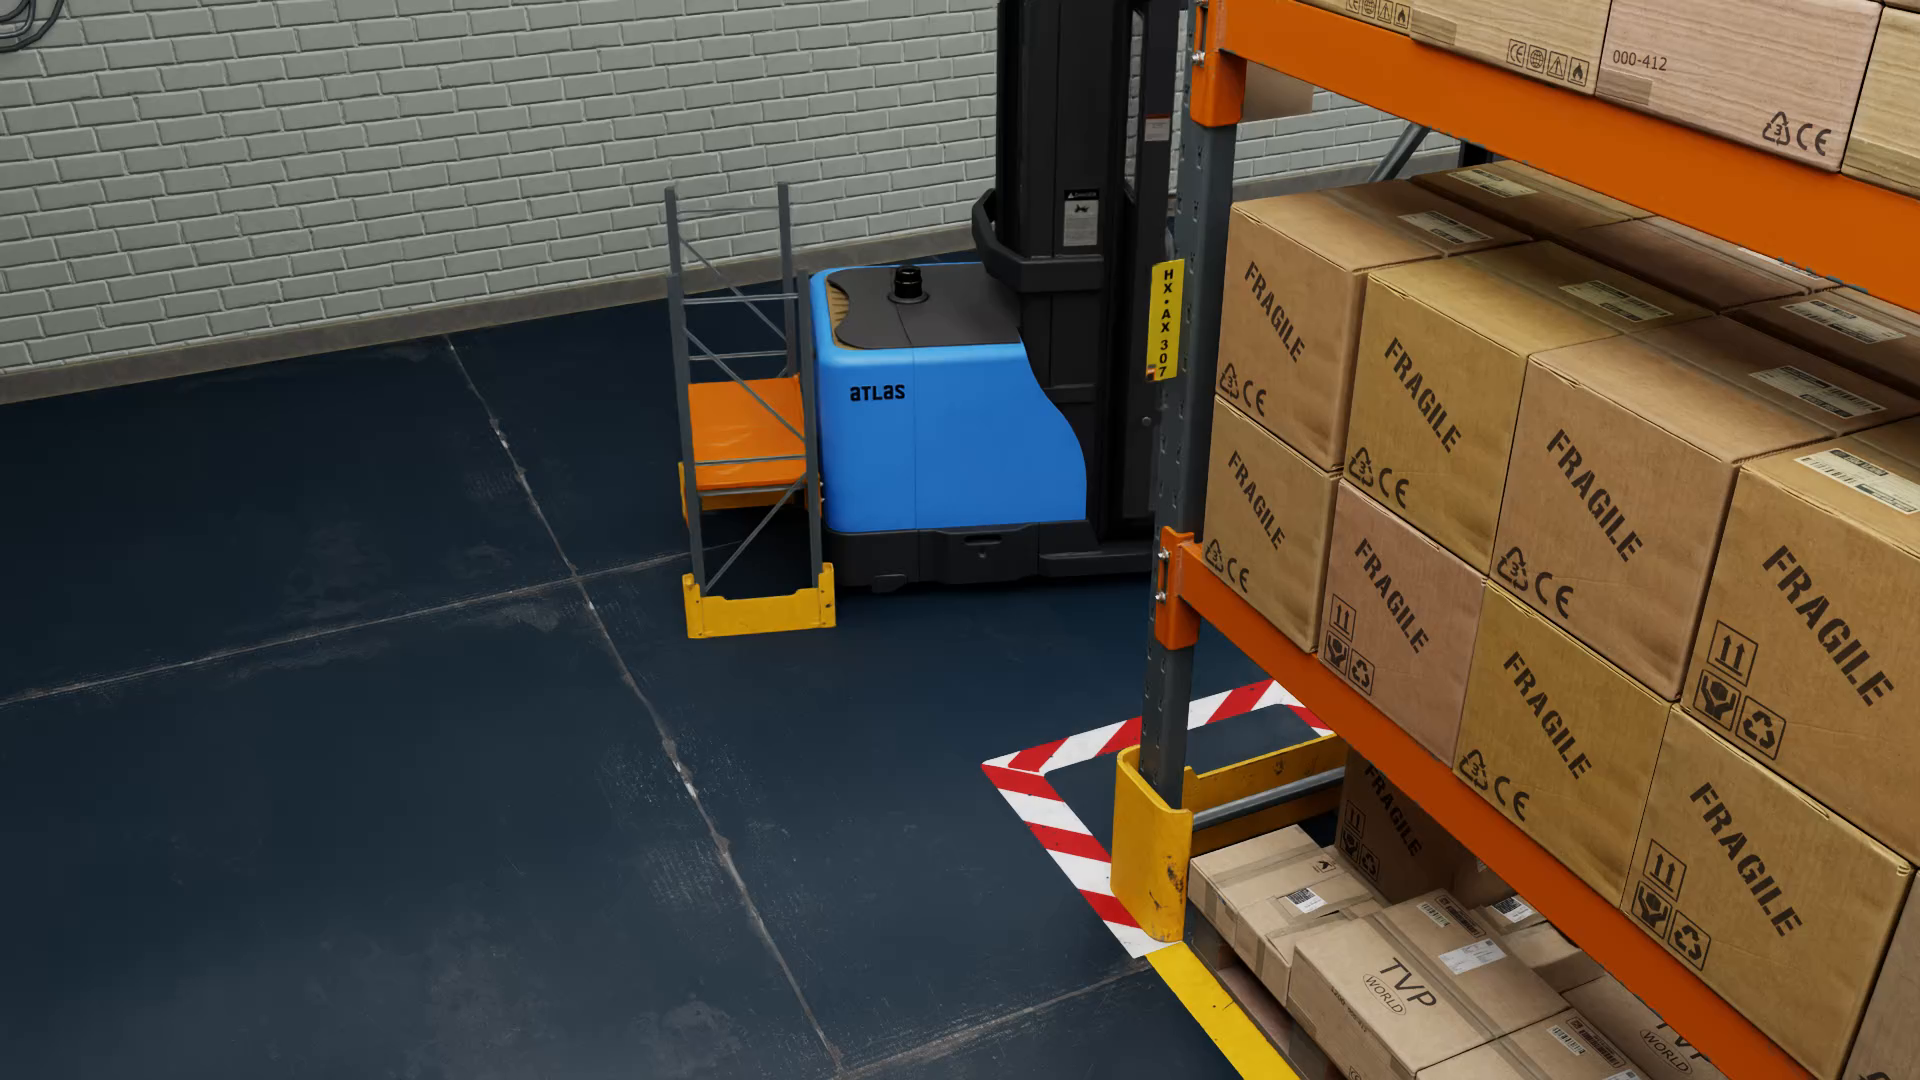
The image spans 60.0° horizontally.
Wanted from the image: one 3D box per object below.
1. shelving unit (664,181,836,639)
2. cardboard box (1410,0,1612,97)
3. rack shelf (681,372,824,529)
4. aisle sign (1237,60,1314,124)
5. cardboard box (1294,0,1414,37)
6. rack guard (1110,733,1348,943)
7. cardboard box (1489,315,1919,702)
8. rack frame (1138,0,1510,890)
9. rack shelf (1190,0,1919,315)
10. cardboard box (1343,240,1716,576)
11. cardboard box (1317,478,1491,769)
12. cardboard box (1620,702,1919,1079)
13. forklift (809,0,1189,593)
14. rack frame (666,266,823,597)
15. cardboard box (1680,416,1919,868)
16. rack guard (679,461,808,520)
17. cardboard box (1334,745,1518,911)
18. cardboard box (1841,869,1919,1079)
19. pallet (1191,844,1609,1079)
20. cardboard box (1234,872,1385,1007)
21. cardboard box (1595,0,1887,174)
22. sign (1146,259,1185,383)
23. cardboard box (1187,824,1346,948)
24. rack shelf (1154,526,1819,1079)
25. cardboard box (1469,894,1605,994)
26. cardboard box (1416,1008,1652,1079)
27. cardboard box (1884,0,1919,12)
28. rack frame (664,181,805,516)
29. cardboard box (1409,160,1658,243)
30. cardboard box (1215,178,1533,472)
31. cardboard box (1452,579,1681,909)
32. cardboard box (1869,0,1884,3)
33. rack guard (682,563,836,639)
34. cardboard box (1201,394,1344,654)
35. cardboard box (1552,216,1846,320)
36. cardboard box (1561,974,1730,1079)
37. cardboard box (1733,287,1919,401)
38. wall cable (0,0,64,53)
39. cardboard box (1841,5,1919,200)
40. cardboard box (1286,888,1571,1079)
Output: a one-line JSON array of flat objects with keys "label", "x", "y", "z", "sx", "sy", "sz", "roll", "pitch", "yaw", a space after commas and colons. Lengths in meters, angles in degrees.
[{"label": "shelving unit", "x": -0.869, "y": -0.546, "z": 6.690, "sx": 0.587, "sy": 1.500, "sz": 1.083, "roll": -5, "pitch": 30, "yaw": -8}, {"label": "cardboard box", "x": 1.218, "y": -1.042, "z": 3.127, "sx": 0.500, "sy": 0.250, "sz": 0.500, "roll": -13, "pitch": 32, "yaw": -22}, {"label": "rack shelf", "x": -0.868, "y": -0.384, "z": 6.770, "sx": 0.538, "sy": 0.185, "sz": 1.000, "roll": -5, "pitch": 30, "yaw": -8}, {"label": "aisle sign", "x": 0.729, "y": -1.405, "z": 4.031, "sx": 0.394, "sy": 0.787, "sz": 0.004, "roll": -13, "pitch": 32, "yaw": -22}, {"label": "cardboard box", "x": 1.015, "y": -1.265, "z": 3.526, "sx": 0.500, "sy": 0.250, "sz": 0.500, "roll": -13, "pitch": 32, "yaw": -22}, {"label": "rack guard", "x": 1.056, "y": 0.821, "z": 5.275, "sx": 1.175, "sy": 0.500, "sz": 0.348, "roll": -13, "pitch": 32, "yaw": -22}, {"label": "cardboard box", "x": 1.418, "y": -0.080, "z": 3.201, "sx": 0.500, "sy": 0.500, "sz": 0.500, "roll": -13, "pitch": 32, "yaw": -21}, {"label": "rack frame", "x": 1.024, "y": -0.303, "z": 4.723, "sx": 1.000, "sy": 3.000, "sz": 0.127, "roll": -13, "pitch": 32, "yaw": -22}, {"label": "rack shelf", "x": 1.882, "y": -0.414, "z": 2.590, "sx": 1.077, "sy": 0.370, "sz": 4.000, "roll": -13, "pitch": 32, "yaw": -22}, {"label": "cardboard box", "x": 1.207, "y": -0.302, "z": 3.597, "sx": 0.500, "sy": 0.500, "sz": 0.500, "roll": -13, "pitch": 32, "yaw": -21}, {"label": "cardboard box", "x": 1.202, "y": 0.132, "z": 3.846, "sx": 0.500, "sy": 0.500, "sz": 0.500, "roll": -13, "pitch": 32, "yaw": -22}, {"label": "cardboard box", "x": 1.628, "y": 0.575, "z": 3.055, "sx": 0.500, "sy": 0.500, "sz": 0.500, "roll": -13, "pitch": 32, "yaw": -21}, {"label": "forklift", "x": 0.899, "y": -1.364, "z": 6.686, "sx": 3.031, "sy": 2.935, "sz": 1.130, "roll": -3, "pitch": 29, "yaw": -6}, {"label": "rack frame", "x": -0.786, "y": -0.296, "z": 6.244, "sx": 0.500, "sy": 1.500, "sz": 0.032, "roll": -5, "pitch": 30, "yaw": -8}, {"label": "cardboard box", "x": 1.636, "y": 0.144, "z": 2.801, "sx": 0.500, "sy": 0.500, "sz": 0.500, "roll": -13, "pitch": 32, "yaw": -22}, {"label": "rack guard", "x": -0.949, "y": -0.241, "z": 7.424, "sx": 0.587, "sy": 0.250, "sz": 0.087, "roll": -5, "pitch": 30, "yaw": -8}, {"label": "cardboard box", "x": 1.480, "y": 0.784, "z": 4.891, "sx": 0.500, "sy": 0.500, "sz": 0.500, "roll": -13, "pitch": 32, "yaw": -22}, {"label": "cardboard box", "x": 1.849, "y": 0.800, "z": 2.655, "sx": 0.500, "sy": 0.500, "sz": 0.500, "roll": -12, "pitch": 32, "yaw": -21}, {"label": "pallet", "x": 1.399, "y": 1.299, "z": 4.718, "sx": 1.003, "sy": 0.211, "sz": 1.213, "roll": -13, "pitch": 32, "yaw": -22}, {"label": "cardboard box", "x": 1.000, "y": 1.109, "z": 4.653, "sx": 0.380, "sy": 0.166, "sz": 0.250, "roll": -13, "pitch": 32, "yaw": -22}, {"label": "cardboard box", "x": 1.434, "y": -0.821, "z": 2.734, "sx": 0.500, "sy": 0.250, "sz": 0.500, "roll": -13, "pitch": 32, "yaw": -22}, {"label": "sign", "x": 0.534, "y": -0.566, "z": 4.308, "sx": 0.100, "sy": 0.325, "sz": 0.005, "roll": -13, "pitch": 32, "yaw": -22}, {"label": "cardboard box", "x": 0.893, "y": 1.006, "z": 4.854, "sx": 0.380, "sy": 0.149, "sz": 0.250, "roll": -13, "pitch": 32, "yaw": -22}, {"label": "rack shelf", "x": 1.882, "y": 0.895, "z": 3.323, "sx": 1.077, "sy": 0.370, "sz": 4.000, "roll": -13, "pitch": 32, "yaw": -22}, {"label": "cardboard box", "x": 1.572, "y": 1.127, "z": 4.620, "sx": 0.380, "sy": 0.166, "sz": 0.250, "roll": -13, "pitch": 32, "yaw": -22}, {"label": "cardboard box", "x": 1.430, "y": 1.446, "z": 3.966, "sx": 0.500, "sy": 0.250, "sz": 0.500, "roll": -13, "pitch": 32, "yaw": -22}, {"label": "cardboard box", "x": 1.649, "y": -0.819, "z": 2.218, "sx": 0.500, "sy": 0.250, "sz": 0.500, "roll": -13, "pitch": 32, "yaw": -22}, {"label": "rack frame", "x": -0.950, "y": -0.787, "z": 7.120, "sx": 0.500, "sy": 1.500, "sz": 0.032, "roll": -5, "pitch": 30, "yaw": -8}, {"label": "cardboard box", "x": 1.463, "y": -0.644, "z": 4.206, "sx": 0.500, "sy": 0.500, "sz": 0.500, "roll": -13, "pitch": 32, "yaw": -22}, {"label": "cardboard box", "x": 0.976, "y": -0.531, "z": 4.006, "sx": 0.500, "sy": 0.500, "sz": 0.500, "roll": -12, "pitch": 31, "yaw": -20}, {"label": "cardboard box", "x": 1.415, "y": 0.354, "z": 3.449, "sx": 0.500, "sy": 0.500, "sz": 0.500, "roll": -13, "pitch": 32, "yaw": -22}, {"label": "cardboard box", "x": 1.438, "y": -1.040, "z": 2.614, "sx": 0.500, "sy": 0.250, "sz": 0.500, "roll": -13, "pitch": 32, "yaw": -22}, {"label": "rack guard", "x": -0.789, "y": 0.240, "z": 6.567, "sx": 0.587, "sy": 0.250, "sz": 0.087, "roll": -5, "pitch": 30, "yaw": -8}, {"label": "cardboard box", "x": 0.976, "y": -0.095, "z": 4.250, "sx": 0.500, "sy": 0.500, "sz": 0.500, "roll": -12, "pitch": 32, "yaw": -21}, {"label": "cardboard box", "x": 1.681, "y": -0.421, "z": 3.809, "sx": 0.500, "sy": 0.500, "sz": 0.500, "roll": -12, "pitch": 32, "yaw": -21}, {"label": "cardboard box", "x": 1.860, "y": 1.319, "z": 4.192, "sx": 0.500, "sy": 0.250, "sz": 0.500, "roll": -13, "pitch": 32, "yaw": -22}, {"label": "cardboard box", "x": 1.908, "y": -0.193, "z": 3.402, "sx": 0.500, "sy": 0.500, "sz": 0.500, "roll": -12, "pitch": 32, "yaw": -21}, {"label": "wall cable", "x": -5.554, "y": -3.097, "z": 6.747, "sx": 3.097, "sy": 2.526, "sz": 0.112, "roll": -13, "pitch": 32, "yaw": -22}, {"label": "cardboard box", "x": 1.654, "y": -0.602, "z": 2.343, "sx": 0.500, "sy": 0.250, "sz": 0.500, "roll": -13, "pitch": 32, "yaw": -22}, {"label": "cardboard box", "x": 1.216, "y": 1.225, "z": 4.360, "sx": 0.500, "sy": 0.250, "sz": 0.500, "roll": -13, "pitch": 32, "yaw": -22}]
